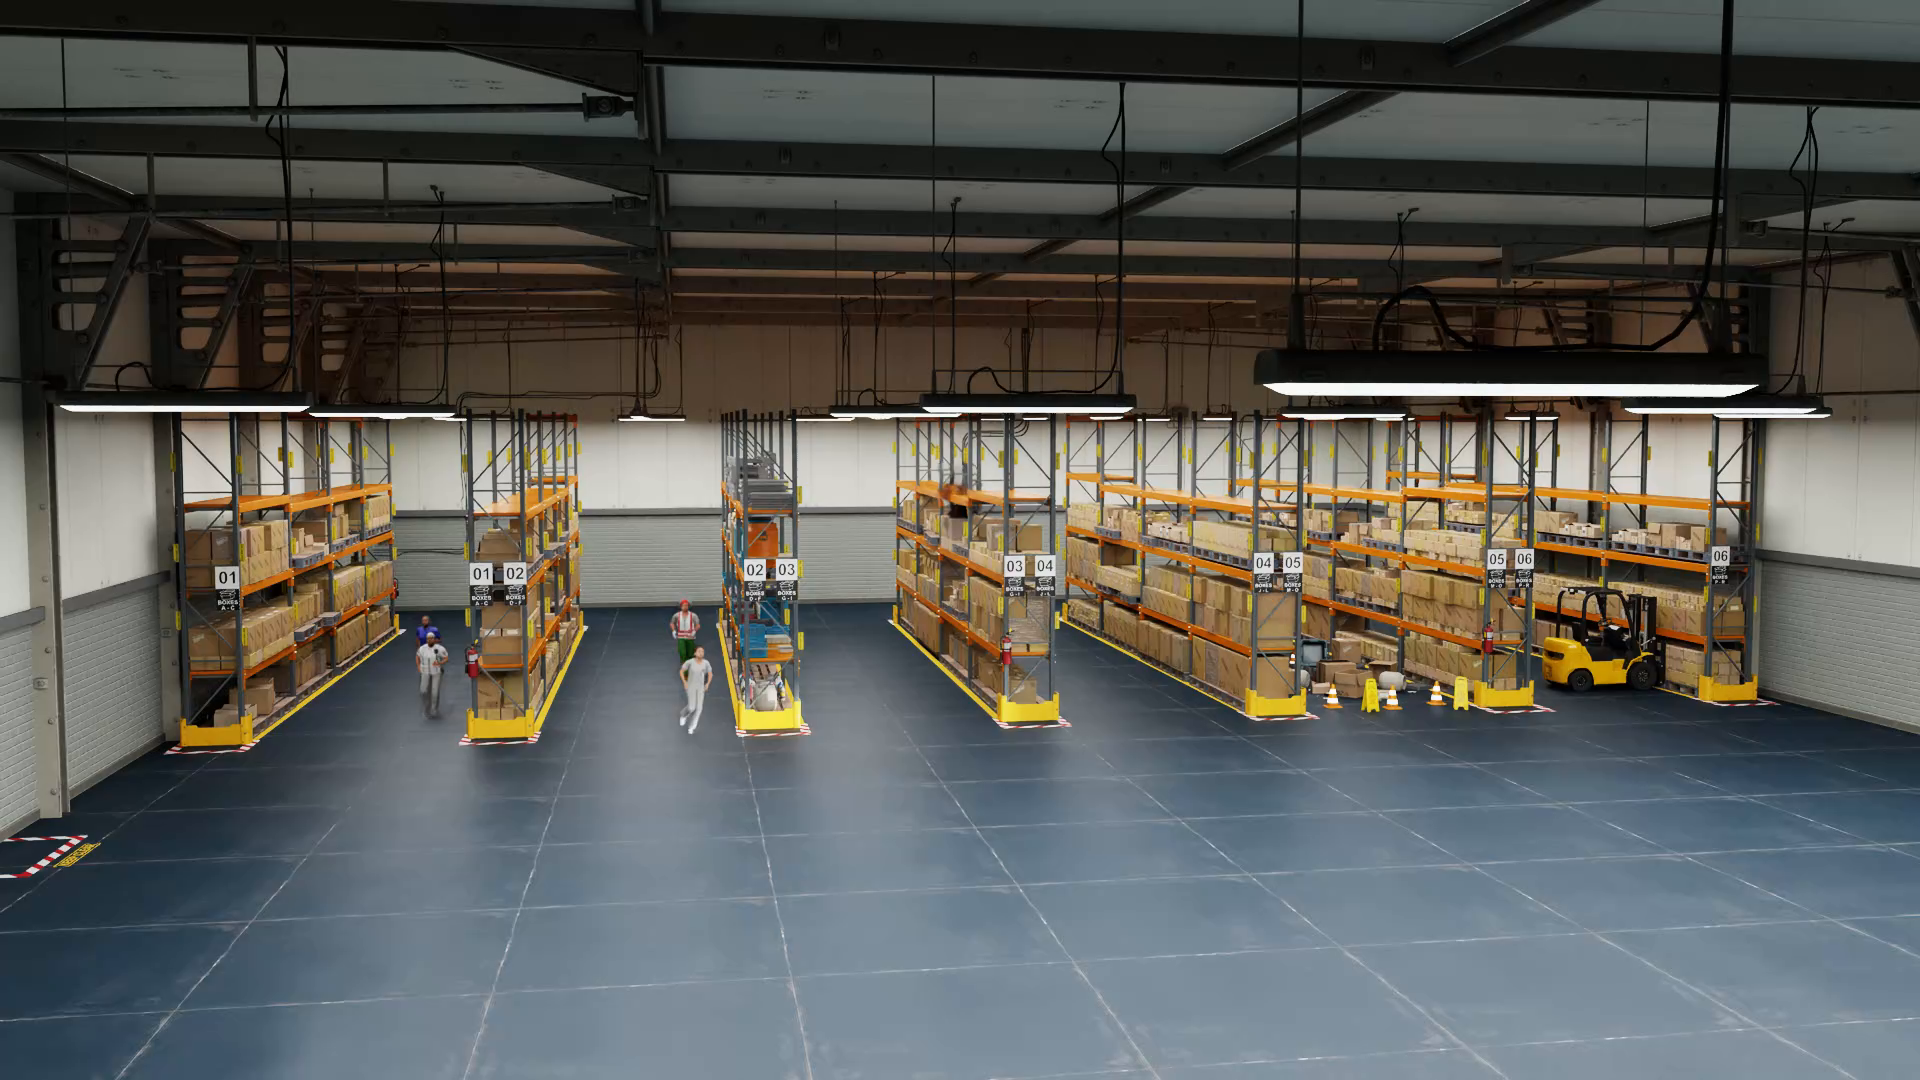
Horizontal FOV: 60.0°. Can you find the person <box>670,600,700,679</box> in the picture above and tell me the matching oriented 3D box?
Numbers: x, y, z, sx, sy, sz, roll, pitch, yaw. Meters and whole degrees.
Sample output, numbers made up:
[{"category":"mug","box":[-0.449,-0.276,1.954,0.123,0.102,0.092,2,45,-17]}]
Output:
[{"category":"person","box":[-6.209,2.223,37.553,0.667,1.767,0.740,0,4,-7]}]

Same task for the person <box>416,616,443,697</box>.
[{"category":"person","box":[-11.268,2.435,35.317,0.575,1.693,0.812,-1,4,-8]}]

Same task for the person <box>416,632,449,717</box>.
[{"category":"person","box":[-10.322,2.633,32.502,0.663,1.664,0.571,0,4,-7]}]

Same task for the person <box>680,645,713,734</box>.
[{"category":"person","box":[-4.903,2.780,30.982,0.592,1.654,0.546,-2,4,-27]}]
